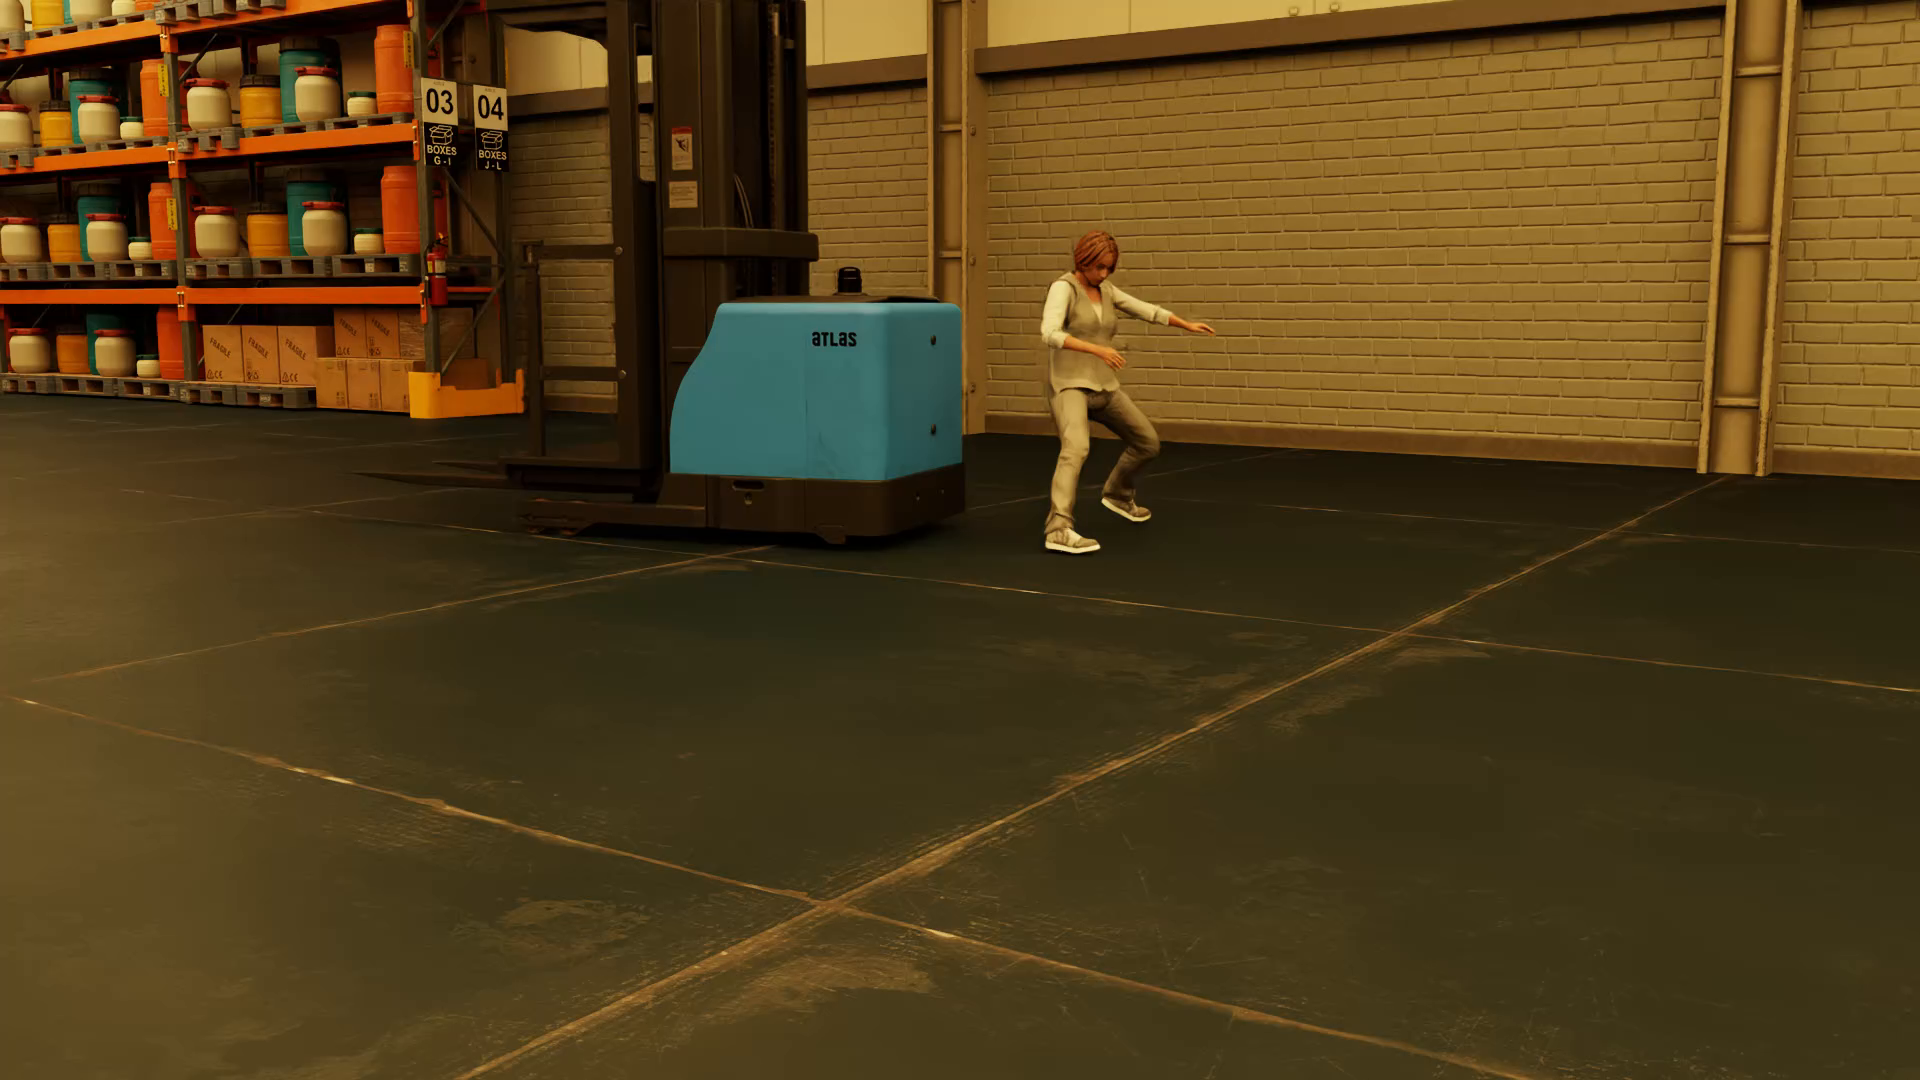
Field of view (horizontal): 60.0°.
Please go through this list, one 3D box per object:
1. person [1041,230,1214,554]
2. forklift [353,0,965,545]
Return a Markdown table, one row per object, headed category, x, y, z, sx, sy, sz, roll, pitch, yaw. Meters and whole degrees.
| category | x | y | z | sx | sy | sz | roll | pitch | yaw |
| --- | --- | --- | --- | --- | --- | --- | --- | --- | --- |
| person | 0.690 | -0.710 | 7.616 | 1.128 | 1.400 | 0.761 | -7 | 11 | -42 |
| forklift | -1.545 | -1.537 | 8.001 | 3.031 | 2.935 | 1.130 | 3 | 9 | 21 |
